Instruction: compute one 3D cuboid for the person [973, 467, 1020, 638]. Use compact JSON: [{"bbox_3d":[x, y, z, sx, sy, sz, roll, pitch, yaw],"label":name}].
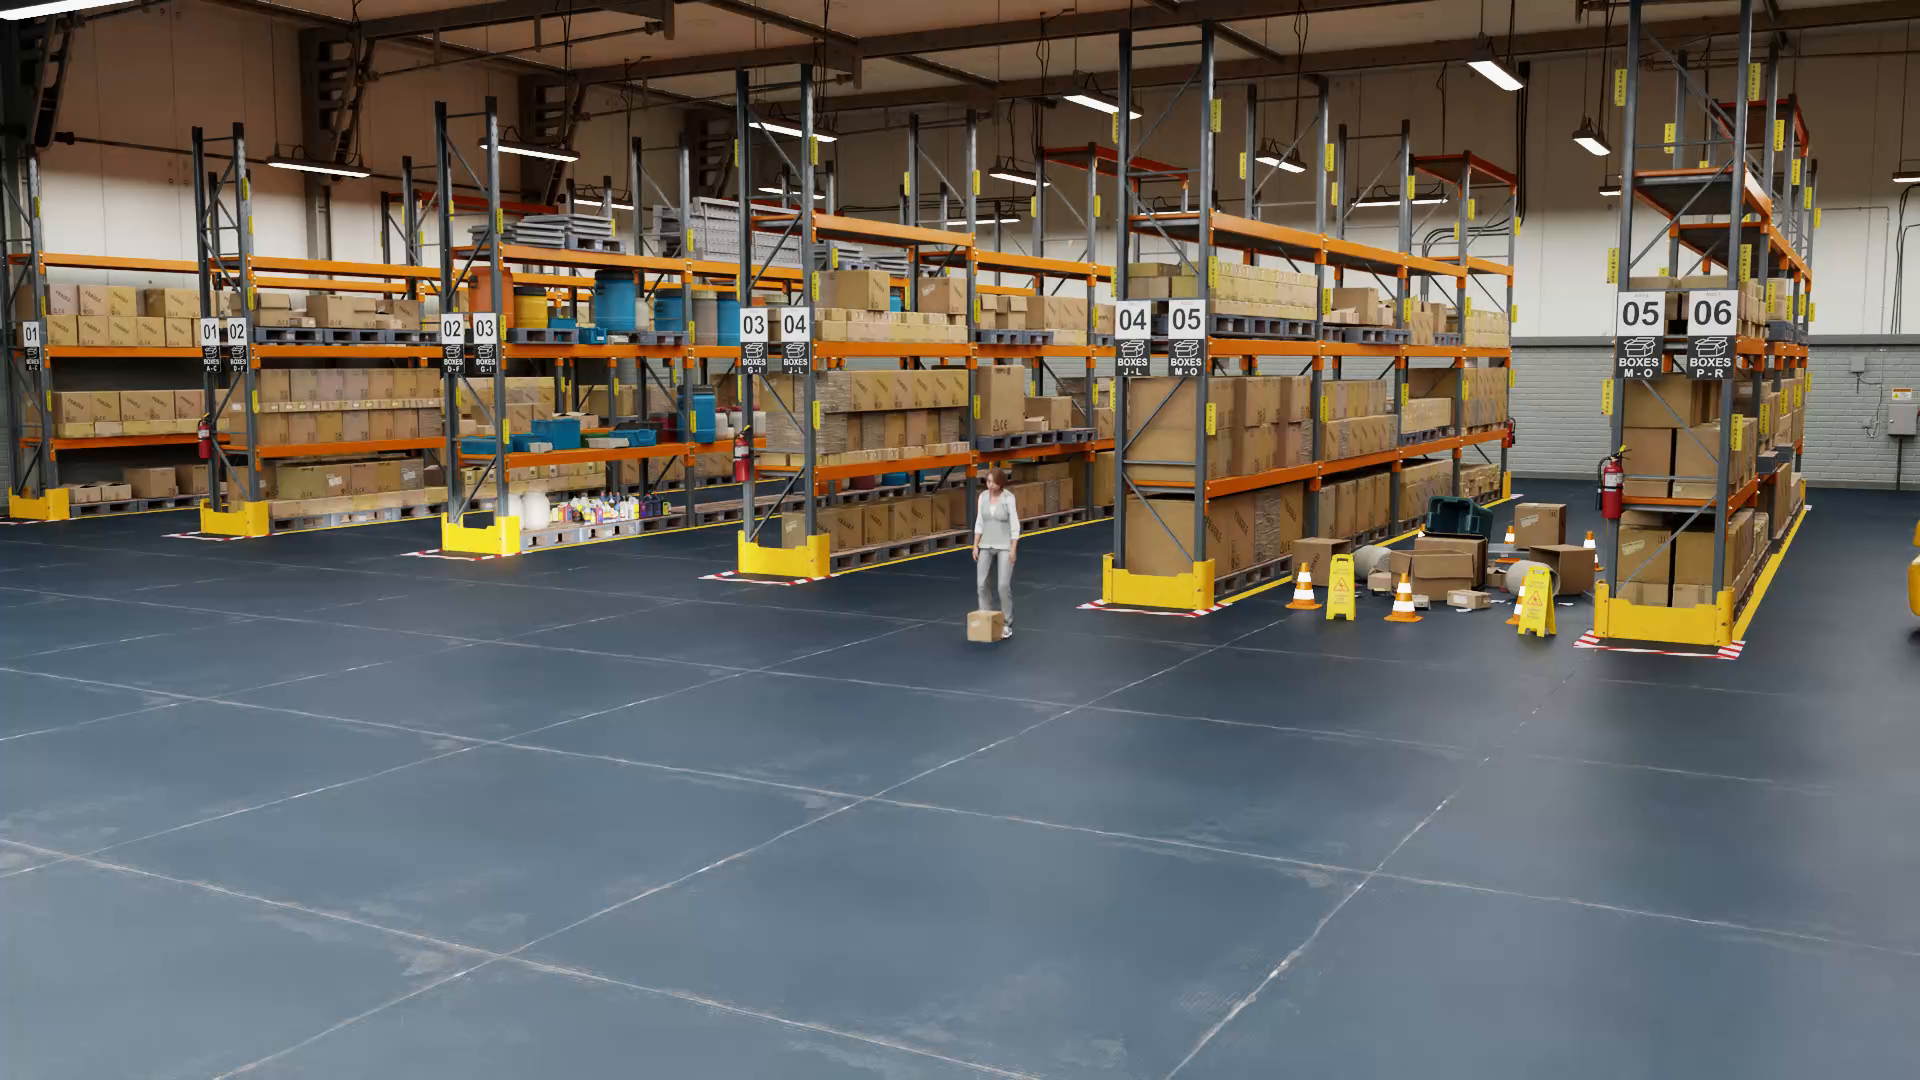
[{"bbox_3d":[0.339,0.109,15.562,0.462,1.592,0.339,3,7,27],"label":"person"}]
